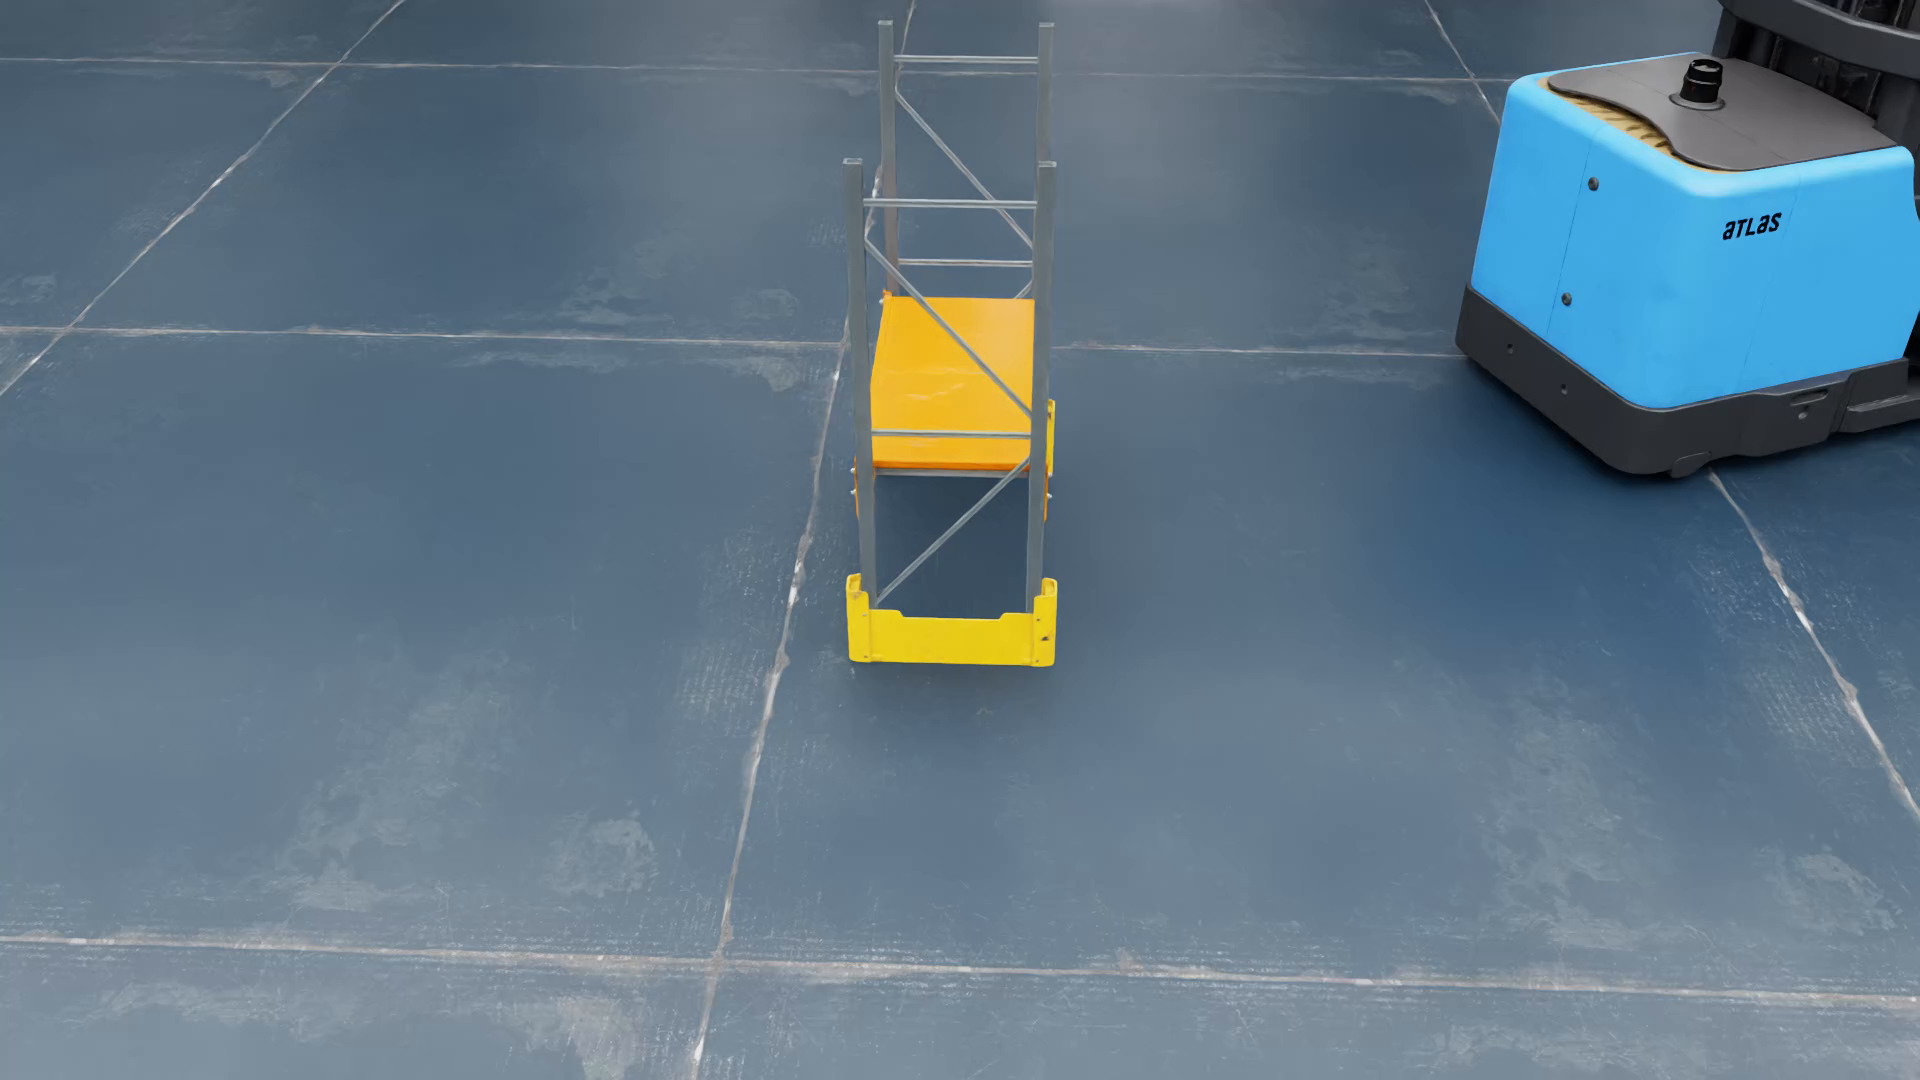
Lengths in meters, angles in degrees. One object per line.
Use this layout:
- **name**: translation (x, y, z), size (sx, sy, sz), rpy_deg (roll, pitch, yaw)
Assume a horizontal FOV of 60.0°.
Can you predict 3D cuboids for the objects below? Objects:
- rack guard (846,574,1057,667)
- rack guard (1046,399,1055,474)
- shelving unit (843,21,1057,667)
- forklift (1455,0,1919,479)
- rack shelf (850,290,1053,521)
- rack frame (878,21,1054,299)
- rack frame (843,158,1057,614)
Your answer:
- **rack guard**: translation (-0.023, 0.228, 4.709), size (0.587, 0.250, 0.087), rpy_deg (1, 35, 2)
- **rack guard**: translation (0.017, -0.345, 5.523), size (0.587, 0.250, 0.087), rpy_deg (1, 35, 2)
- **shelving unit**: translation (-0.003, -0.570, 4.756), size (0.587, 1.500, 1.083), rpy_deg (1, 35, 2)
- **forklift**: translation (3.408, -1.919, 5.432), size (3.031, 2.935, 1.130), rpy_deg (-12, 37, -16)
- **rack shelf**: translation (-0.003, -0.417, 4.852), size (0.538, 0.185, 1.000), rpy_deg (1, 35, 2)
- **rack frame**: translation (0.017, -0.857, 5.165), size (0.500, 1.500, 0.032), rpy_deg (1, 35, 2)
- **rack frame**: translation (-0.024, -0.273, 4.333), size (0.500, 1.500, 0.032), rpy_deg (1, 35, 2)
